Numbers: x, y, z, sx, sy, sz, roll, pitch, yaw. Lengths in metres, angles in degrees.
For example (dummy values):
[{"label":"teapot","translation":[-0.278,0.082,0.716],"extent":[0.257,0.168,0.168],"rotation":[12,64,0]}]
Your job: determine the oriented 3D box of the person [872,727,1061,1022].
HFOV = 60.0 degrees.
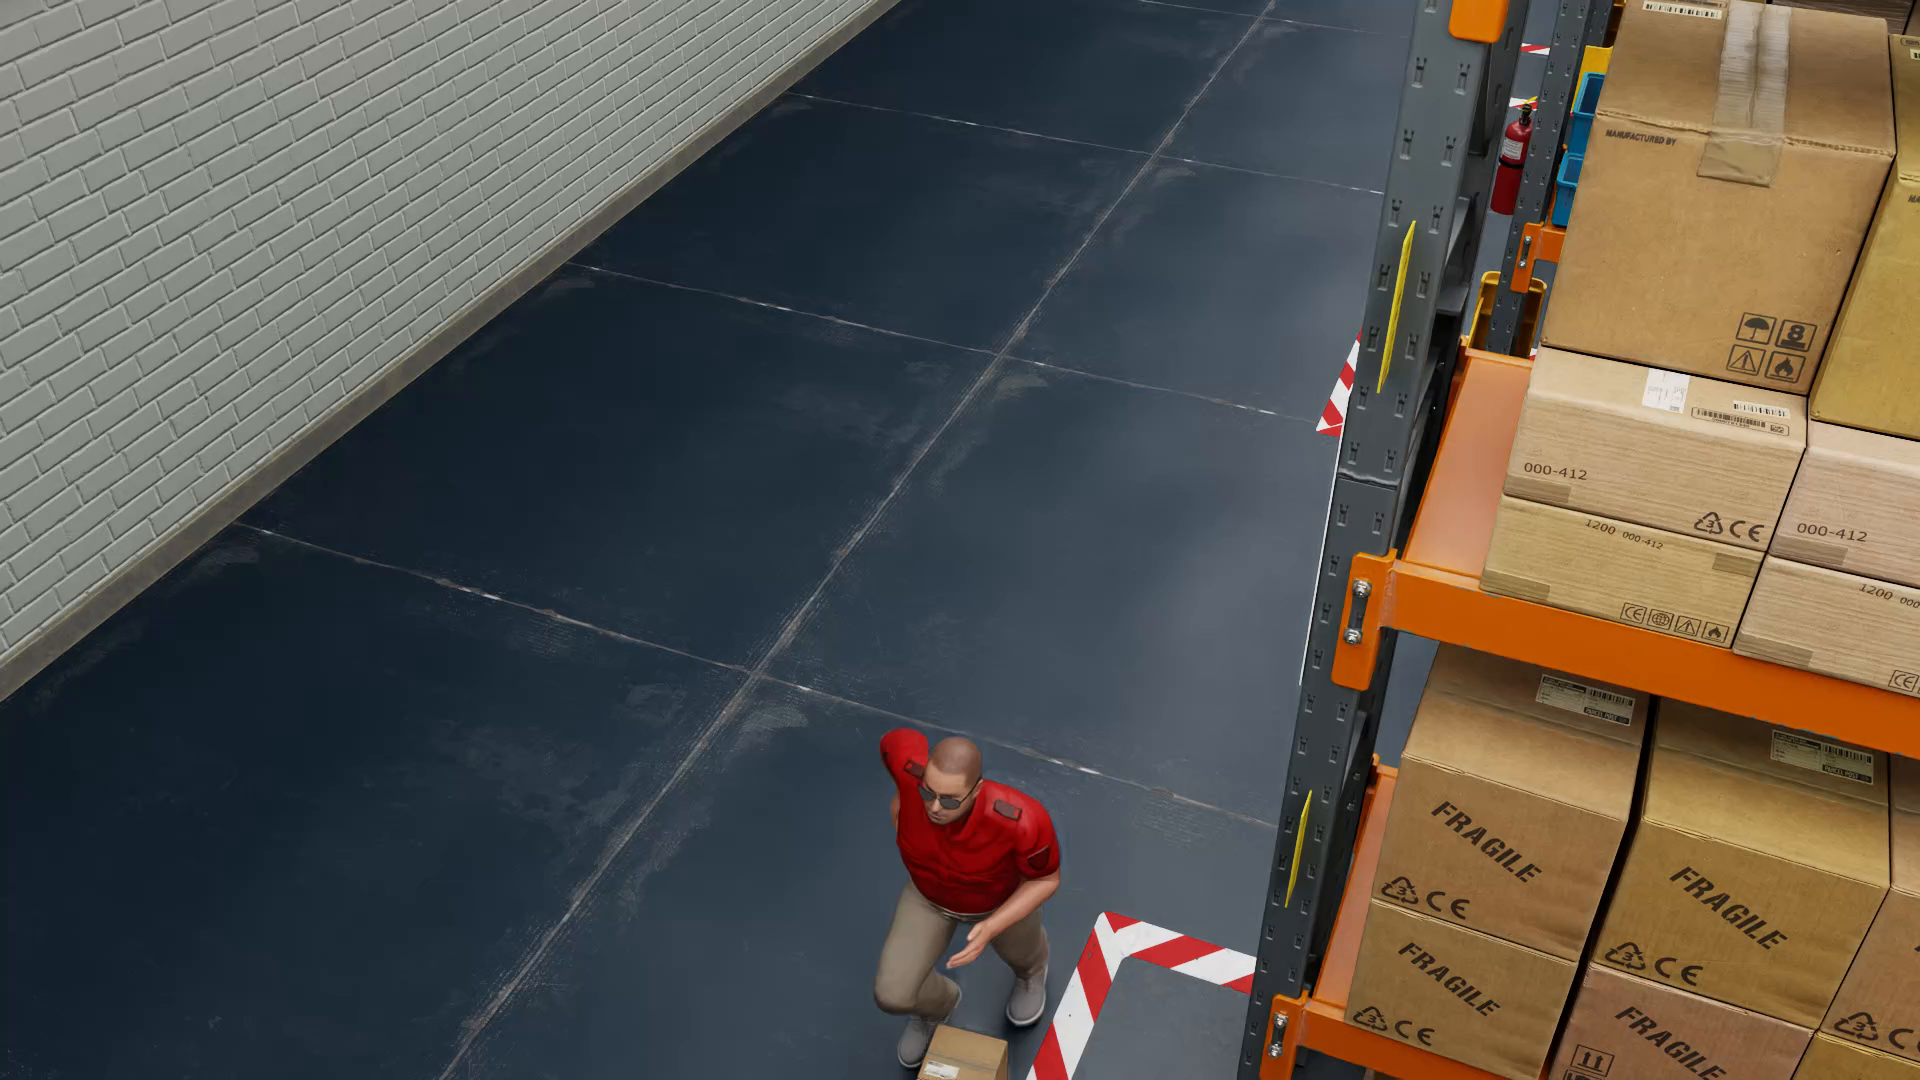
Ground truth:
[{"label":"person","translation":[0.007,1.122,5.339],"extent":[0.663,1.549,0.910],"rotation":[10,38,13]}]
